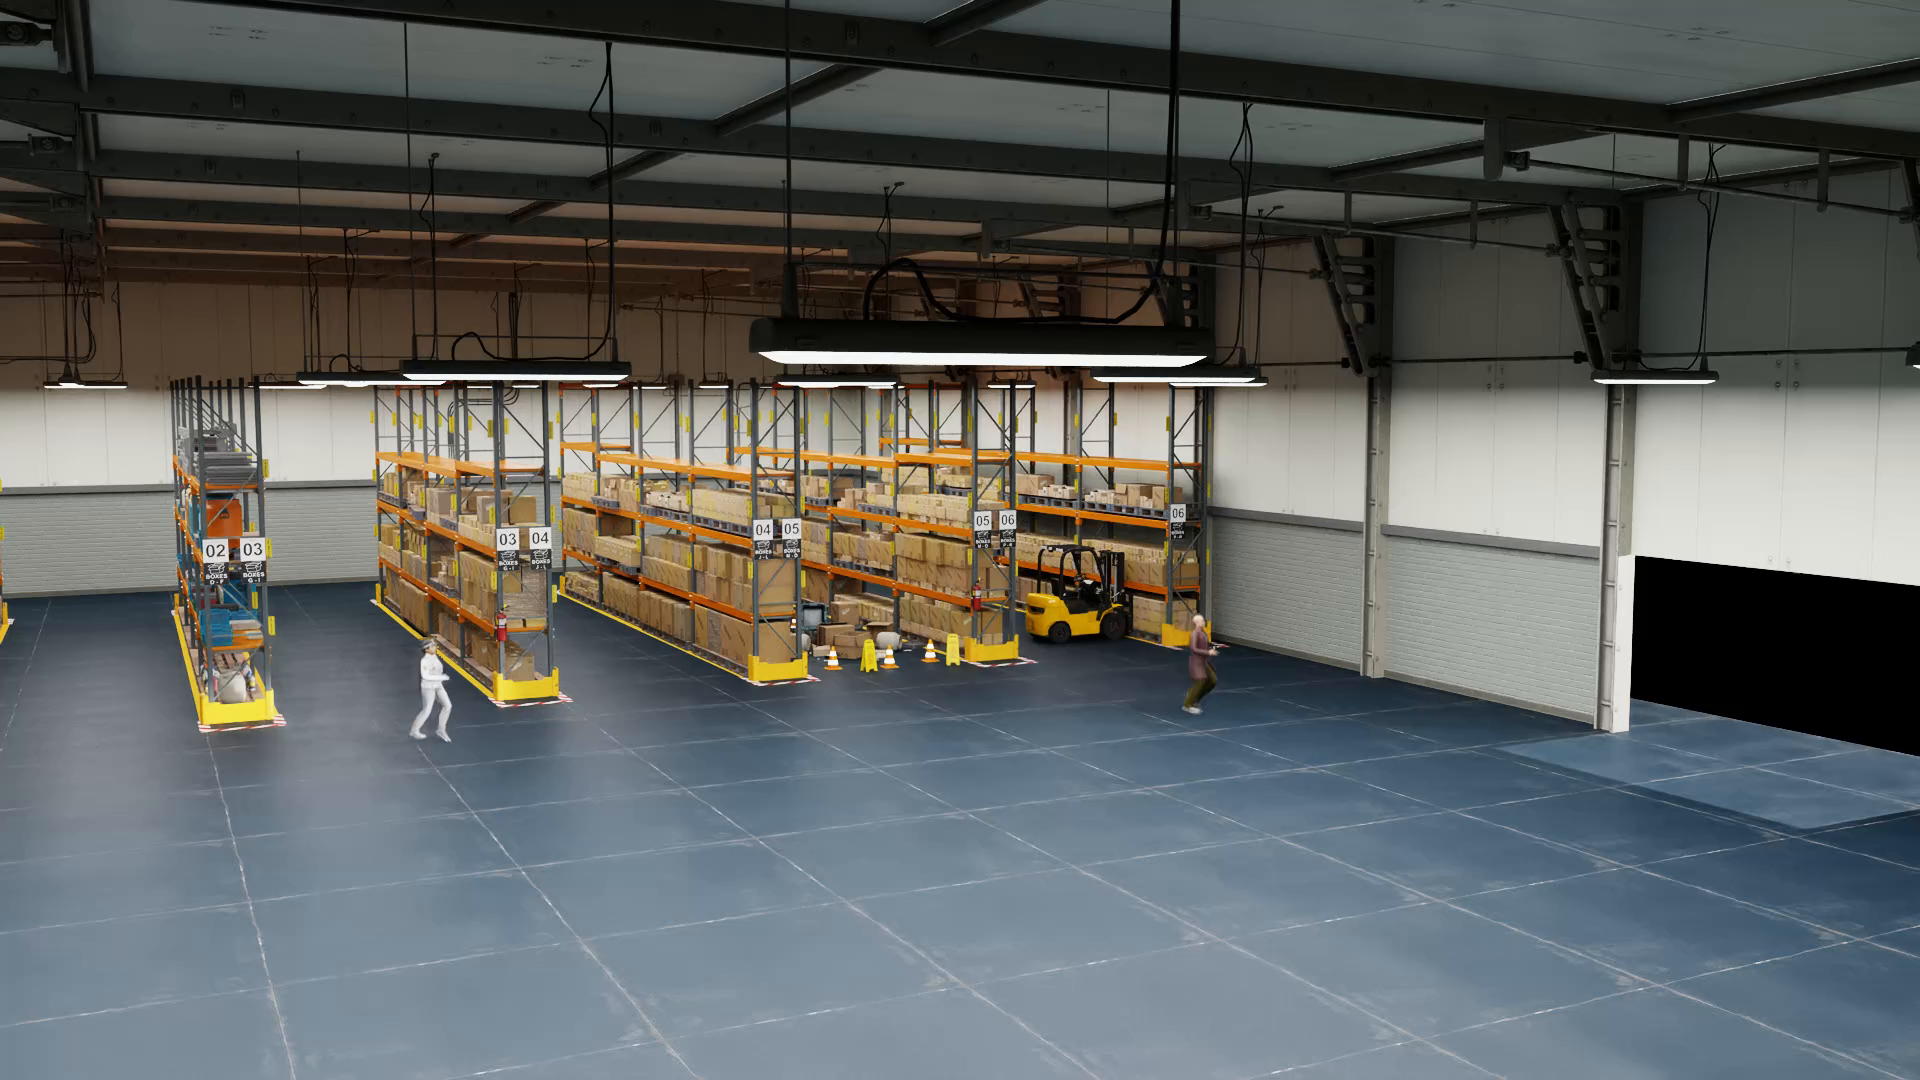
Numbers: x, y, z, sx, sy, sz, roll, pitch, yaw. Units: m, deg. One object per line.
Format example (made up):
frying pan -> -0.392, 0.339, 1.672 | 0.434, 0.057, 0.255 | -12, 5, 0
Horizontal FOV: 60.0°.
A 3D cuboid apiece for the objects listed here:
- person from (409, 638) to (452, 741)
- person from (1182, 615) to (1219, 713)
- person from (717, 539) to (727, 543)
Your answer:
person -> -8.691, 2.466, 27.294 | 0.714, 1.740, 0.612 | 1, 5, 10
person -> 4.287, 2.211, 29.557 | 0.689, 1.758, 0.735 | 3, 6, 27
person -> -7.257, 0.342, 50.874 | 0.894, 1.690, 0.731 | -1, 5, -8
